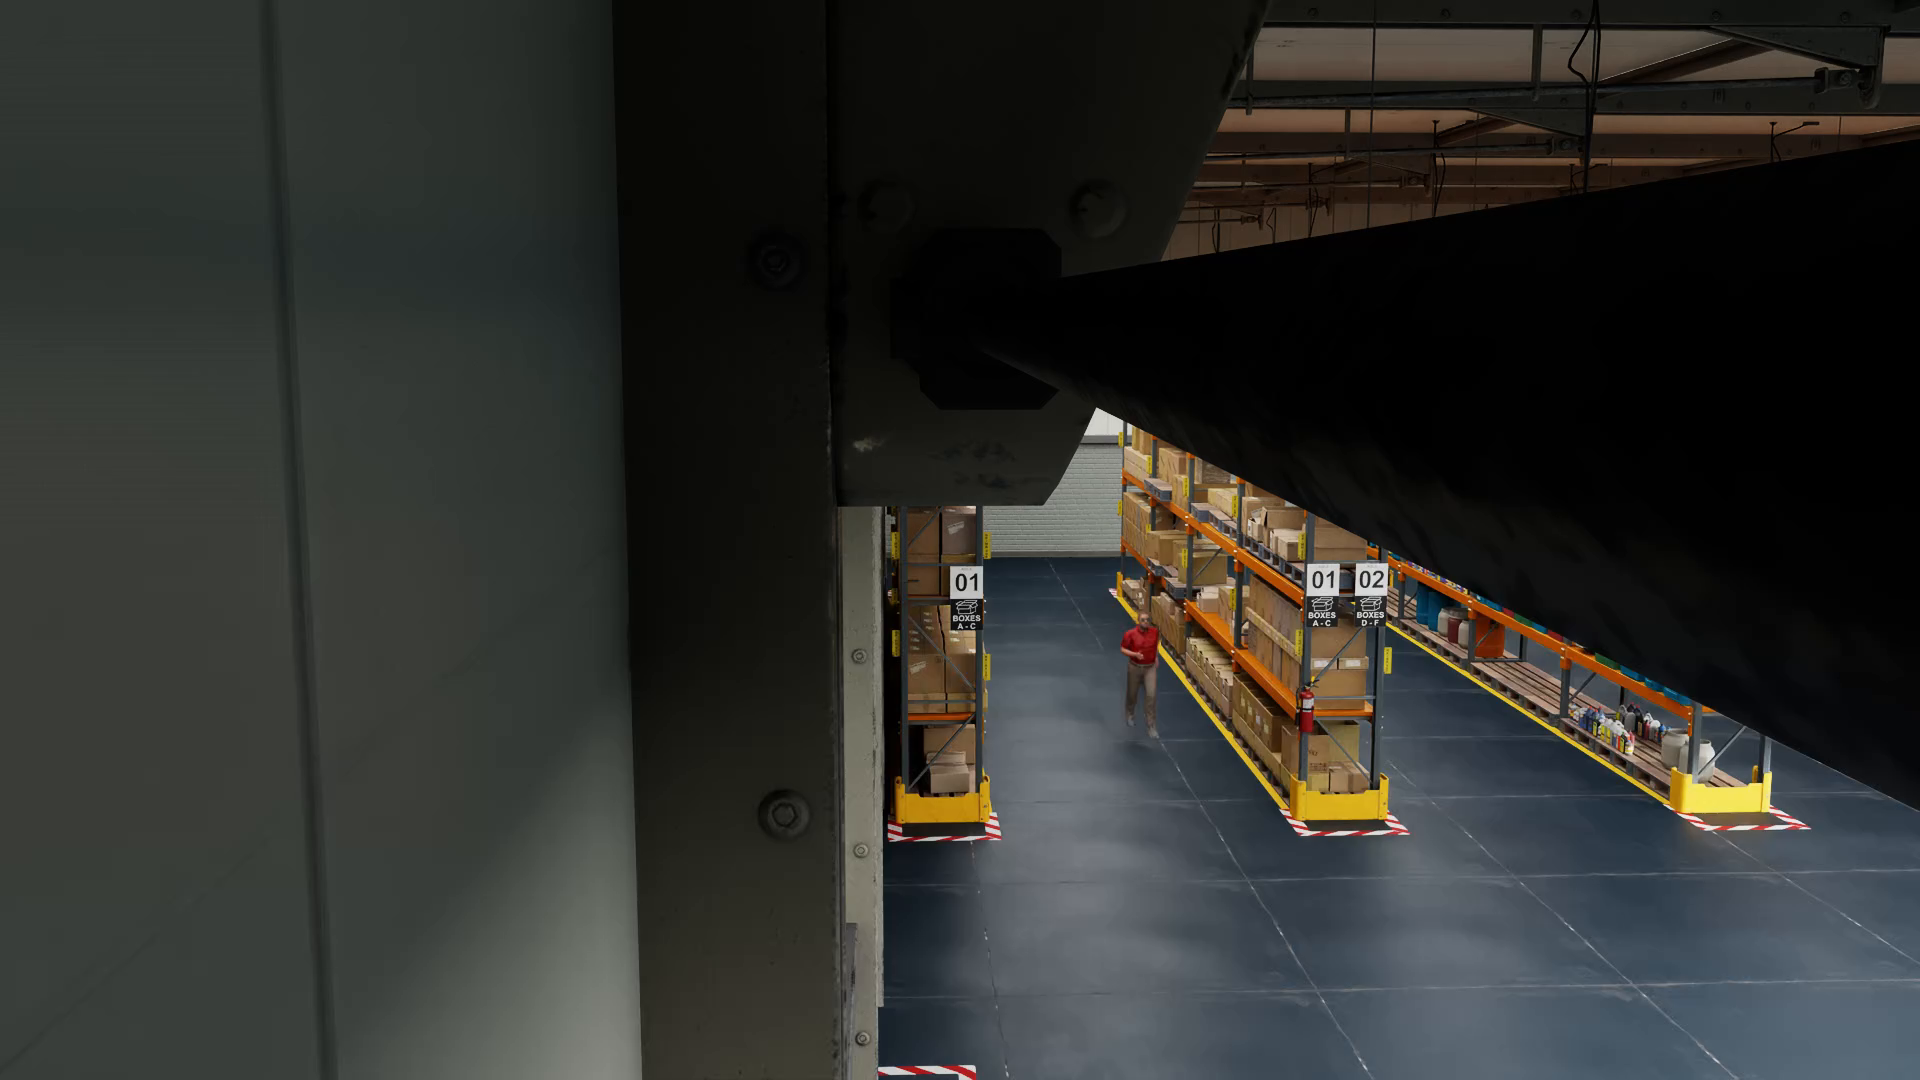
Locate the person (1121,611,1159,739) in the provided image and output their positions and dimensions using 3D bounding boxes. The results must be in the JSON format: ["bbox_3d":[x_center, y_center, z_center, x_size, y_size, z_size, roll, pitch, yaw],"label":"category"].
[{"bbox_3d":[2.586,1.886,23.809,0.607,1.780,0.876,-1,8,-6],"label":"person"}]
